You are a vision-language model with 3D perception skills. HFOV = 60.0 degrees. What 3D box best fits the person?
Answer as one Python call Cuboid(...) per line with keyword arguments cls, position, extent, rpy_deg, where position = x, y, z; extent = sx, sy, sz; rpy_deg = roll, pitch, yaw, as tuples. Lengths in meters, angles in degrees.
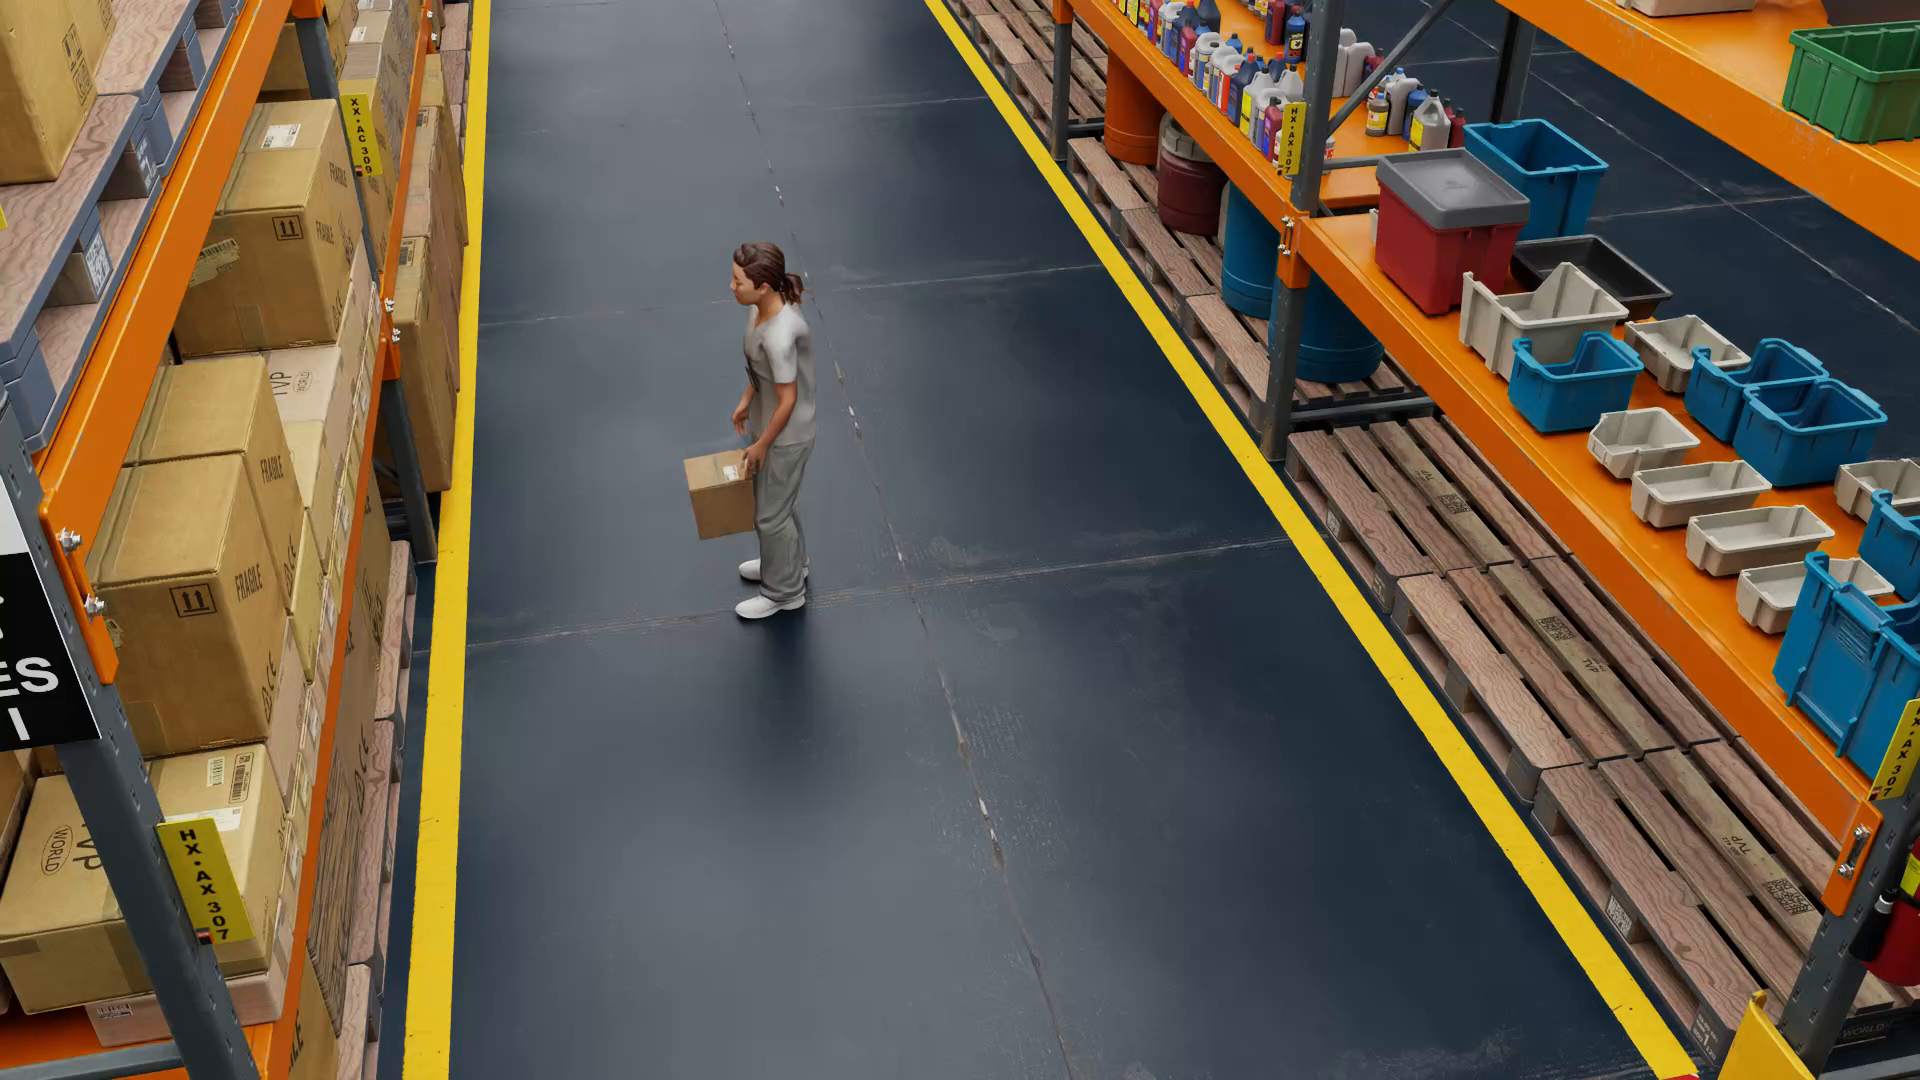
Cuboid(cls="person", position=(-0.785, -0.444, 6.787), extent=(0.415, 1.676, 0.473), rpy_deg=(-8, 35, -12))
